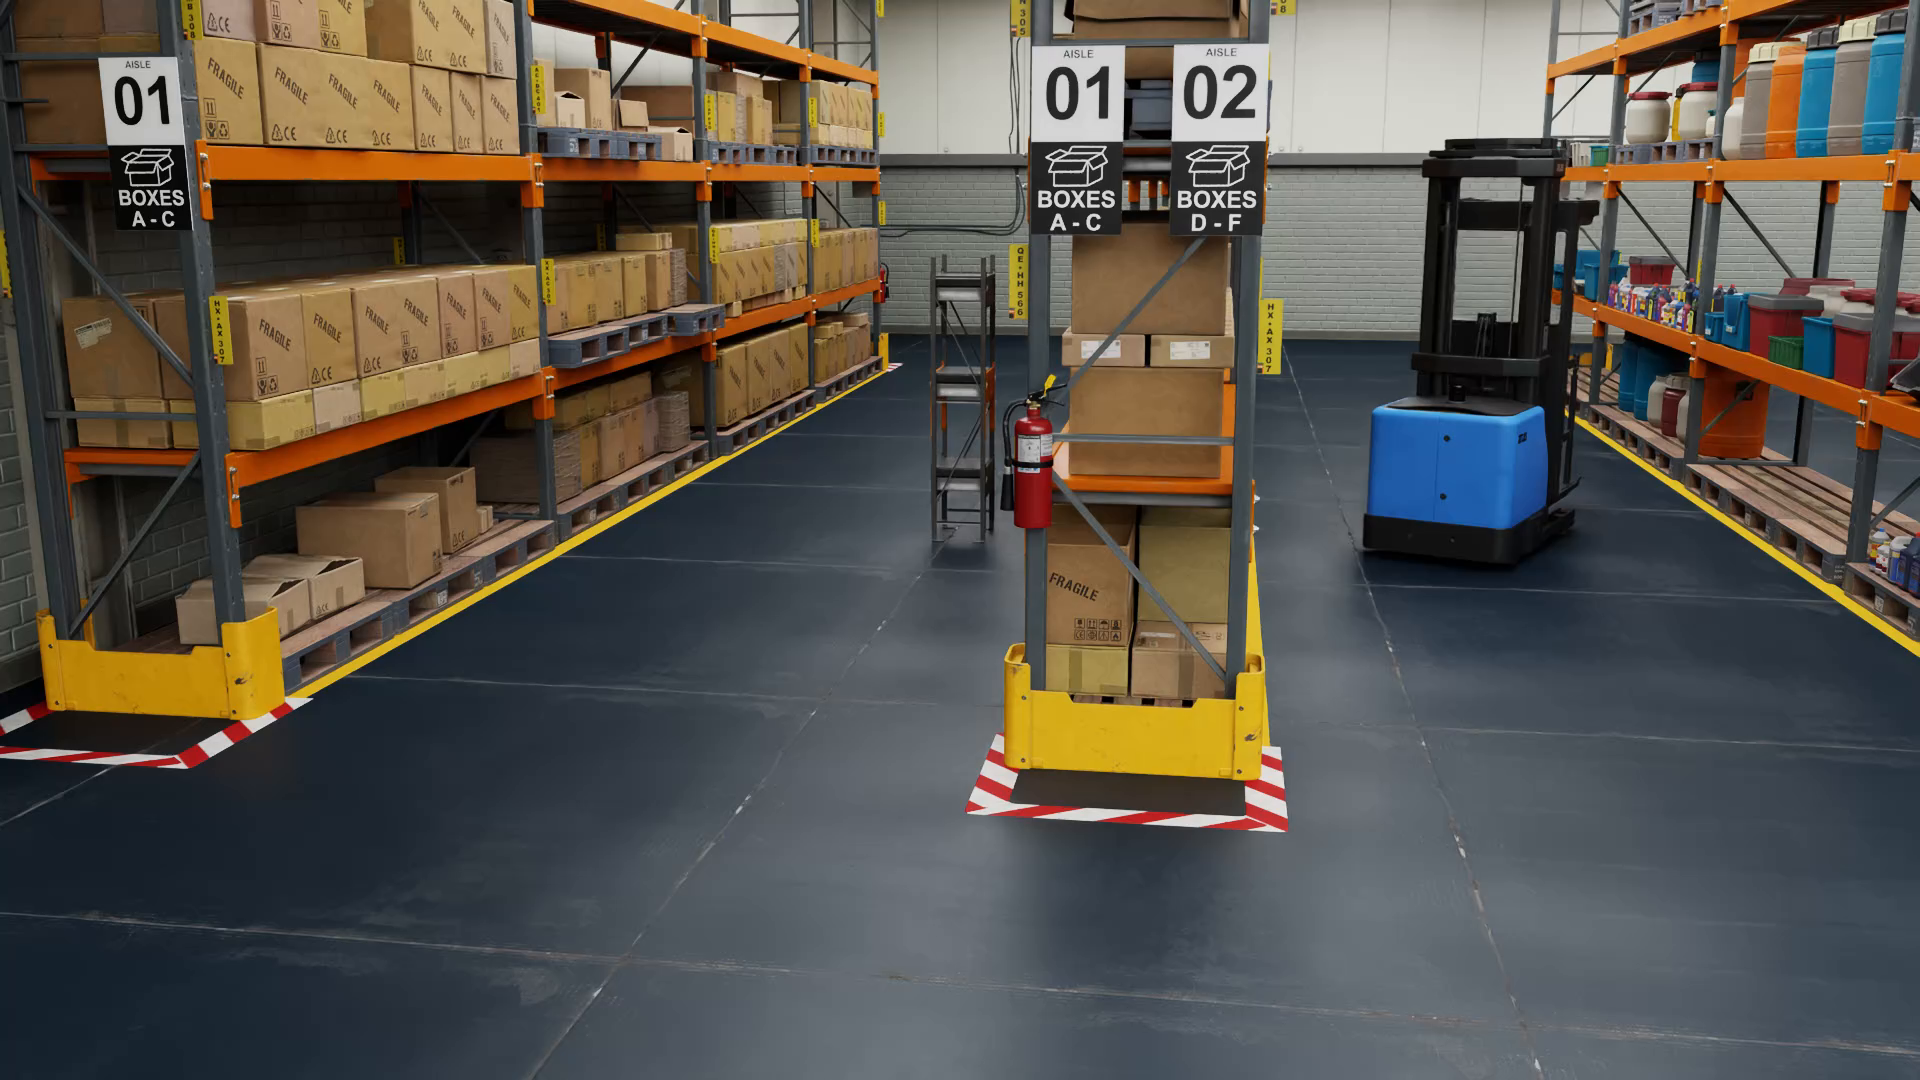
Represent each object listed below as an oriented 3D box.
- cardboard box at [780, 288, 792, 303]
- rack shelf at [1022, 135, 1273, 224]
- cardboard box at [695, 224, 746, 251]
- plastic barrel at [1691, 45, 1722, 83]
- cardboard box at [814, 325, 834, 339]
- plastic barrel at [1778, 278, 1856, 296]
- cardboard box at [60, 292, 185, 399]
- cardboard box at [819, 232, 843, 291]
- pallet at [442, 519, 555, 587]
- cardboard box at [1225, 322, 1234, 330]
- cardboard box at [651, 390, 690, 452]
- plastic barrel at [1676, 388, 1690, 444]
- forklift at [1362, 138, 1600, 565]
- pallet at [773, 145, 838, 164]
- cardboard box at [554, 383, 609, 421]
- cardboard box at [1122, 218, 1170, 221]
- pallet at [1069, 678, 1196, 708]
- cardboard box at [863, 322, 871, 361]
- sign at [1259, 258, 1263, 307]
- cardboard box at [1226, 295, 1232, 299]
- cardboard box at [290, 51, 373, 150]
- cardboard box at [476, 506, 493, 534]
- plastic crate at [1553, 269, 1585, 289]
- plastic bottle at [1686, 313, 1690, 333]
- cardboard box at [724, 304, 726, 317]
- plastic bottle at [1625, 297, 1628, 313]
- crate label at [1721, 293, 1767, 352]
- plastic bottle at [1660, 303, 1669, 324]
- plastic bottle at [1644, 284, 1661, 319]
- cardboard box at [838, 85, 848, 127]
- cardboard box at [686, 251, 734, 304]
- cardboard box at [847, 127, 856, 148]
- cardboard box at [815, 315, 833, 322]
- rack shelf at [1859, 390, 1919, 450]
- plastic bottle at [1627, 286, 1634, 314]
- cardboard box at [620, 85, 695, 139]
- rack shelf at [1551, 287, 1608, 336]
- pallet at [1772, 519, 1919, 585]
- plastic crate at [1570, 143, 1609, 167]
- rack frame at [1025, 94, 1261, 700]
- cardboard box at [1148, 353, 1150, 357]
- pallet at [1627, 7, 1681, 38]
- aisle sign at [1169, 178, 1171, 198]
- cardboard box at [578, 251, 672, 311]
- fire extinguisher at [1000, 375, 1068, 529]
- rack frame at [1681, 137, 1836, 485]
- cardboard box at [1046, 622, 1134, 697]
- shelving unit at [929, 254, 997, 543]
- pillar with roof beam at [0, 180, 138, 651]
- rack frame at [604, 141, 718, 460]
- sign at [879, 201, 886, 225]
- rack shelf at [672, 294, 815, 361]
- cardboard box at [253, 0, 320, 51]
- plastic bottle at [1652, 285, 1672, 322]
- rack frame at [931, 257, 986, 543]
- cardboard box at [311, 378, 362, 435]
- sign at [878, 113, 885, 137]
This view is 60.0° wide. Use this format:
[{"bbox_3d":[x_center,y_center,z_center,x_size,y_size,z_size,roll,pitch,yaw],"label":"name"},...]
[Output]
[{"bbox_3d":[-2.102,-2.745,18.659,0.380,0.149,0.250,2,12,9],"label":"cardboard box"},{"bbox_3d":[1.110,-1.974,9.118,1.077,0.370,4.000,2,12,9],"label":"rack shelf"},{"bbox_3d":[-2.456,-3.036,16.691,0.500,0.250,0.500,2,12,8],"label":"cardboard box"},{"bbox_3d":[7.431,-4.336,16.185,0.600,0.901,0.708,2,12,9],"label":"plastic barrel"},{"bbox_3d":[-1.798,-2.618,20.920,0.380,0.149,0.250,2,12,11],"label":"cardboard box"},{"bbox_3d":[7.155,-1.907,13.898,0.600,0.536,0.708,2,12,9],"label":"plastic barrel"},{"bbox_3d":[-4.230,-1.010,8.590,0.500,0.500,0.500,2,12,8],"label":"cardboard box"},{"bbox_3d":[-2.030,-3.511,20.953,0.980,0.700,0.700,2,12,7],"label":"cardboard box"},{"bbox_3d":[-3.546,0.069,11.671,1.003,0.211,1.213,2,12,9],"label":"pallet"},{"bbox_3d":[1.153,-0.990,8.191,0.380,0.149,0.250,2,12,9],"label":"cardboard box"},{"bbox_3d":[-2.922,-1.109,15.409,0.700,0.500,0.500,2,12,9],"label":"cardboard box"},{"bbox_3d":[6.984,-1.159,15.658,0.421,0.512,0.421,0,12,0],"label":"plastic barrel"},{"bbox_3d":[4.104,-1.520,12.589,1.130,2.935,3.031,8,14,31],"label":"forklift"},{"bbox_3d":[-2.111,-4.693,20.241,1.003,0.211,1.213,2,12,9],"label":"pallet"},{"bbox_3d":[-3.240,-1.149,13.812,0.500,0.250,0.500,2,12,7],"label":"cardboard box"},{"bbox_3d":[0.971,-1.343,8.288,0.700,0.500,0.500,2,12,7],"label":"cardboard box"},{"bbox_3d":[0.879,0.760,8.465,1.003,0.211,1.213,2,12,9],"label":"pallet"},{"bbox_3d":[-1.641,-2.767,23.151,0.700,0.500,0.500,2,12,9],"label":"cardboard box"},{"bbox_3d":[1.966,-1.719,11.109,0.100,0.325,0.005,2,12,9],"label":"sign"},{"bbox_3d":[1.470,-1.417,10.171,0.380,0.149,0.250,2,12,9],"label":"cardboard box"},{"bbox_3d":[-3.601,-2.408,9.140,0.500,0.500,0.500,2,12,11],"label":"cardboard box"},{"bbox_3d":[-3.530,-0.153,11.762,0.380,0.166,0.250,0,12,1],"label":"cardboard box"},{"bbox_3d":[7.591,-3.245,20.684,0.416,0.233,0.300,2,12,9],"label":"plastic crate"},{"bbox_3d":[6.603,-1.971,14.990,0.097,0.201,0.097,0,12,0],"label":"plastic bottle"},{"bbox_3d":[-2.535,-2.268,16.445,0.380,0.149,0.250,2,12,9],"label":"cardboard box"},{"bbox_3d":[6.963,-2.458,17.251,0.097,0.201,0.097,0,12,0],"label":"plastic bottle"},{"bbox_3d":[6.507,-1.766,13.483,0.502,0.435,0.616,2,12,9],"label":"crate label"},{"bbox_3d":[6.744,-2.161,15.871,0.097,0.201,0.097,0,12,0],"label":"plastic bottle"},{"bbox_3d":[6.858,-2.356,16.425,0.144,0.351,0.185,2,12,9],"label":"plastic bottle"},{"bbox_3d":[-1.717,-5.464,20.947,0.500,0.500,0.500,2,12,9],"label":"cardboard box"},{"bbox_3d":[-2.535,-2.564,16.282,0.500,0.500,0.500,2,12,10],"label":"cardboard box"},{"bbox_3d":[-1.636,-5.202,21.514,0.500,0.250,0.500,2,12,7],"label":"cardboard box"},{"bbox_3d":[-1.935,-2.959,22.502,0.380,0.149,0.250,2,12,9],"label":"cardboard box"},{"bbox_3d":[6.004,-0.346,8.686,1.077,0.370,4.000,2,12,9],"label":"rack shelf"},{"bbox_3d":[6.927,-2.475,17.134,0.061,0.283,0.133,2,12,9],"label":"plastic bottle"},{"bbox_3d":[-2.846,-4.099,15.991,0.700,0.500,0.500,1,12,4],"label":"cardboard box"},{"bbox_3d":[7.850,-2.844,20.277,1.077,0.370,4.000,2,12,9],"label":"rack shelf"},{"bbox_3d":[6.394,0.084,11.600,1.003,0.211,1.213,2,12,9],"label":"pallet"},{"bbox_3d":[7.511,-4.569,19.735,0.437,0.282,0.530,2,12,9],"label":"plastic crate"},{"bbox_3d":[0.803,-0.443,7.427,1.000,3.000,0.127,2,12,9],"label":"rack frame"},{"bbox_3d":[0.963,-0.698,8.373,0.700,0.500,0.500,2,12,10],"label":"cardboard box"},{"bbox_3d":[7.445,-5.251,16.896,1.003,0.211,1.213,2,12,9],"label":"pallet"},{"bbox_3d":[2.984,-5.068,22.718,0.394,0.787,0.004,2,12,9],"label":"aisle sign"},{"bbox_3d":[-2.984,-2.316,14.839,0.700,0.500,0.500,1,12,3],"label":"cardboard box"},{"bbox_3d":[0.325,-0.395,7.391,0.296,0.674,0.183,2,12,9],"label":"fire extinguisher"},{"bbox_3d":[6.927,-1.947,14.406,1.000,3.000,0.127,2,12,9],"label":"rack frame"},{"bbox_3d":[0.593,0.575,8.235,0.500,0.250,0.500,2,12,9],"label":"cardboard box"},{"bbox_3d":[0.025,-1.061,12.432,0.431,2.100,0.503,2,12,9],"label":"shelving unit"},{"bbox_3d":[-0.586,-3.569,7.695,9.100,9.000,0.400,2,12,9],"label":"pillar with roof beam"},{"bbox_3d":[-2.862,-2.268,15.895,1.000,3.000,0.127,2,12,9],"label":"rack frame"},{"bbox_3d":[-1.098,-4.594,23.381,0.100,0.325,0.005,2,12,9],"label":"sign"},{"bbox_3d":[-2.555,-2.332,17.903,1.077,0.370,4.000,2,12,9],"label":"rack shelf"},{"bbox_3d":[-3.666,-2.791,8.546,0.500,0.500,0.500,2,12,8],"label":"cardboard box"},{"bbox_3d":[6.809,-2.290,16.117,0.144,0.351,0.185,2,12,9],"label":"plastic bottle"},{"bbox_3d":[-0.012,-1.010,12.196,0.400,2.100,0.015,2,12,9],"label":"rack frame"},{"bbox_3d":[-3.638,-0.739,9.109,0.500,0.250,0.500,1,12,7],"label":"cardboard box"},{"bbox_3d":[-1.098,-5.773,23.127,0.100,0.325,0.005,2,12,9],"label":"sign"}]
